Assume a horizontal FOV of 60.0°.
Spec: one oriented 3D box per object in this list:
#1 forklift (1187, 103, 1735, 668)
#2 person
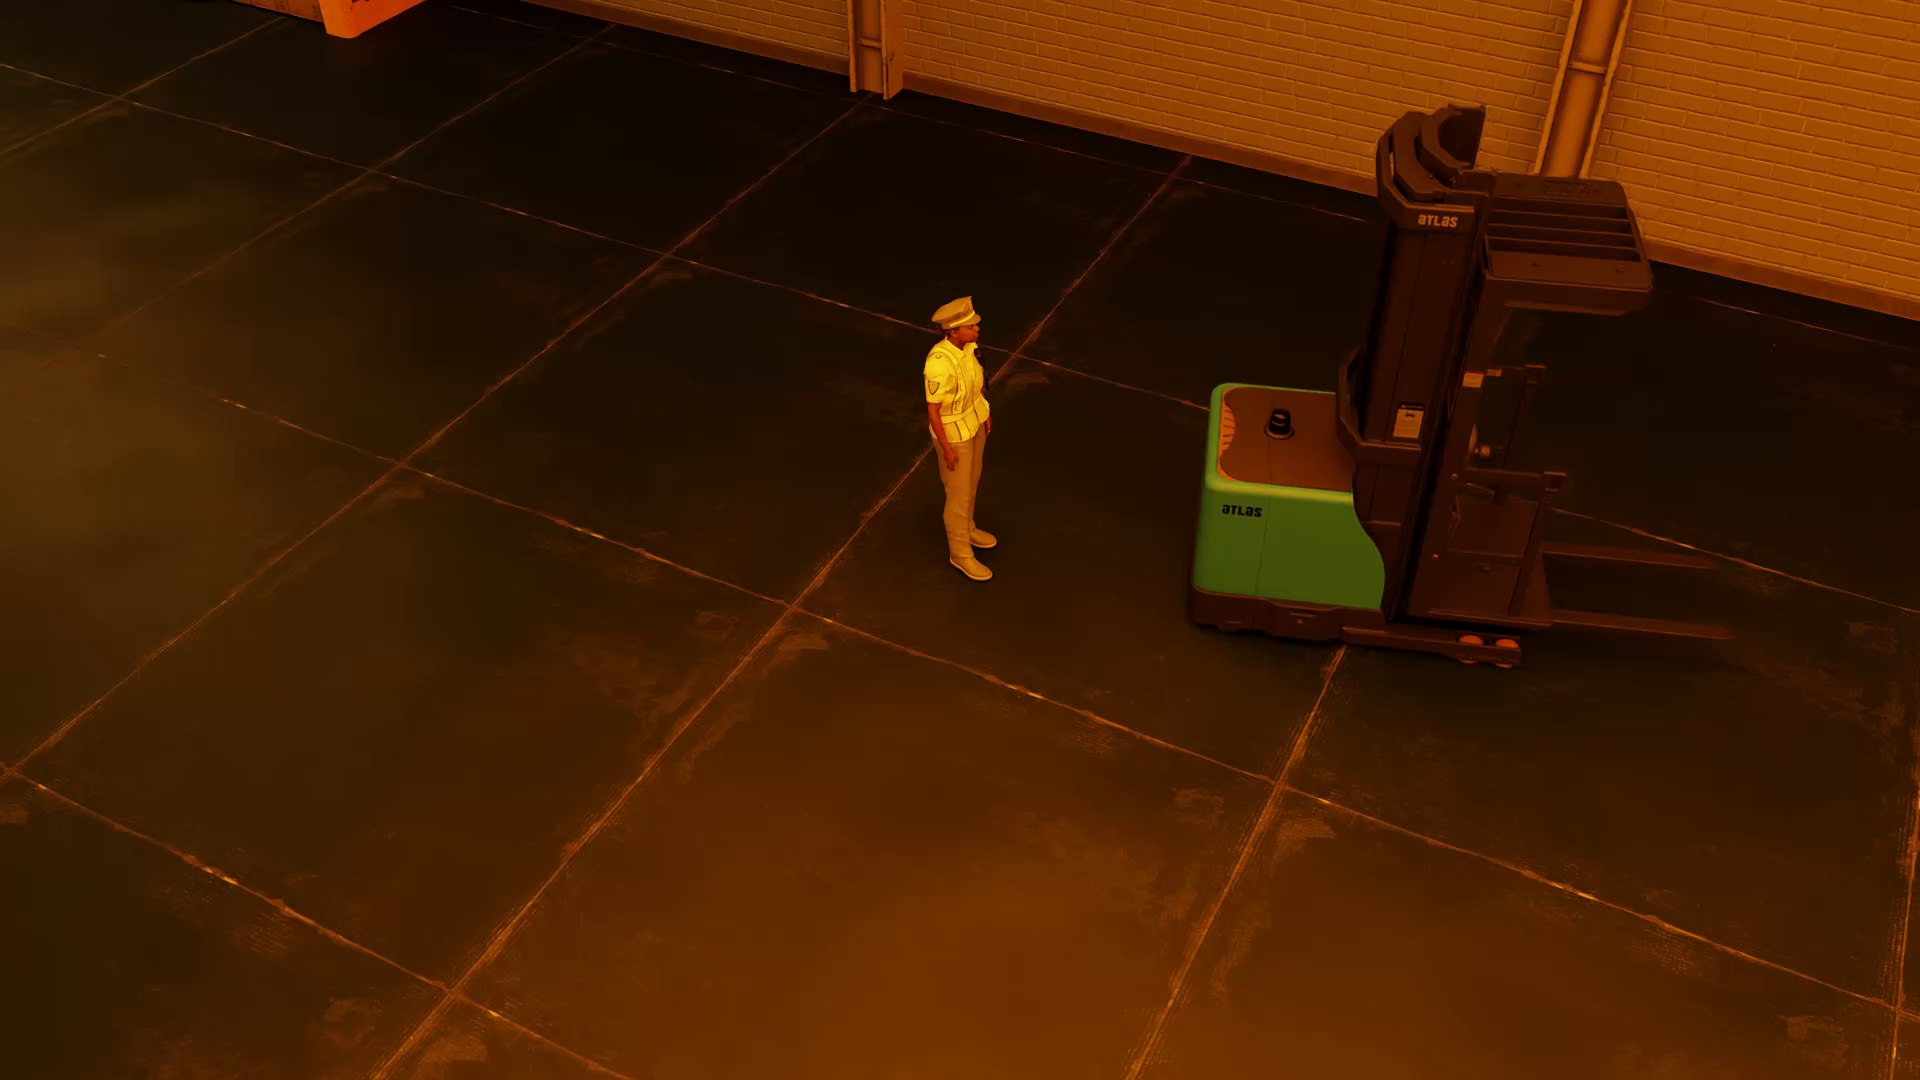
[{"bbox_3d":[2.880,-0.770,8.901,3.031,2.935,1.130,6,40,7],"label":"forklift"},{"bbox_3d":[0.057,-0.620,9.672,0.530,1.694,0.569,18,43,21],"label":"person"}]
